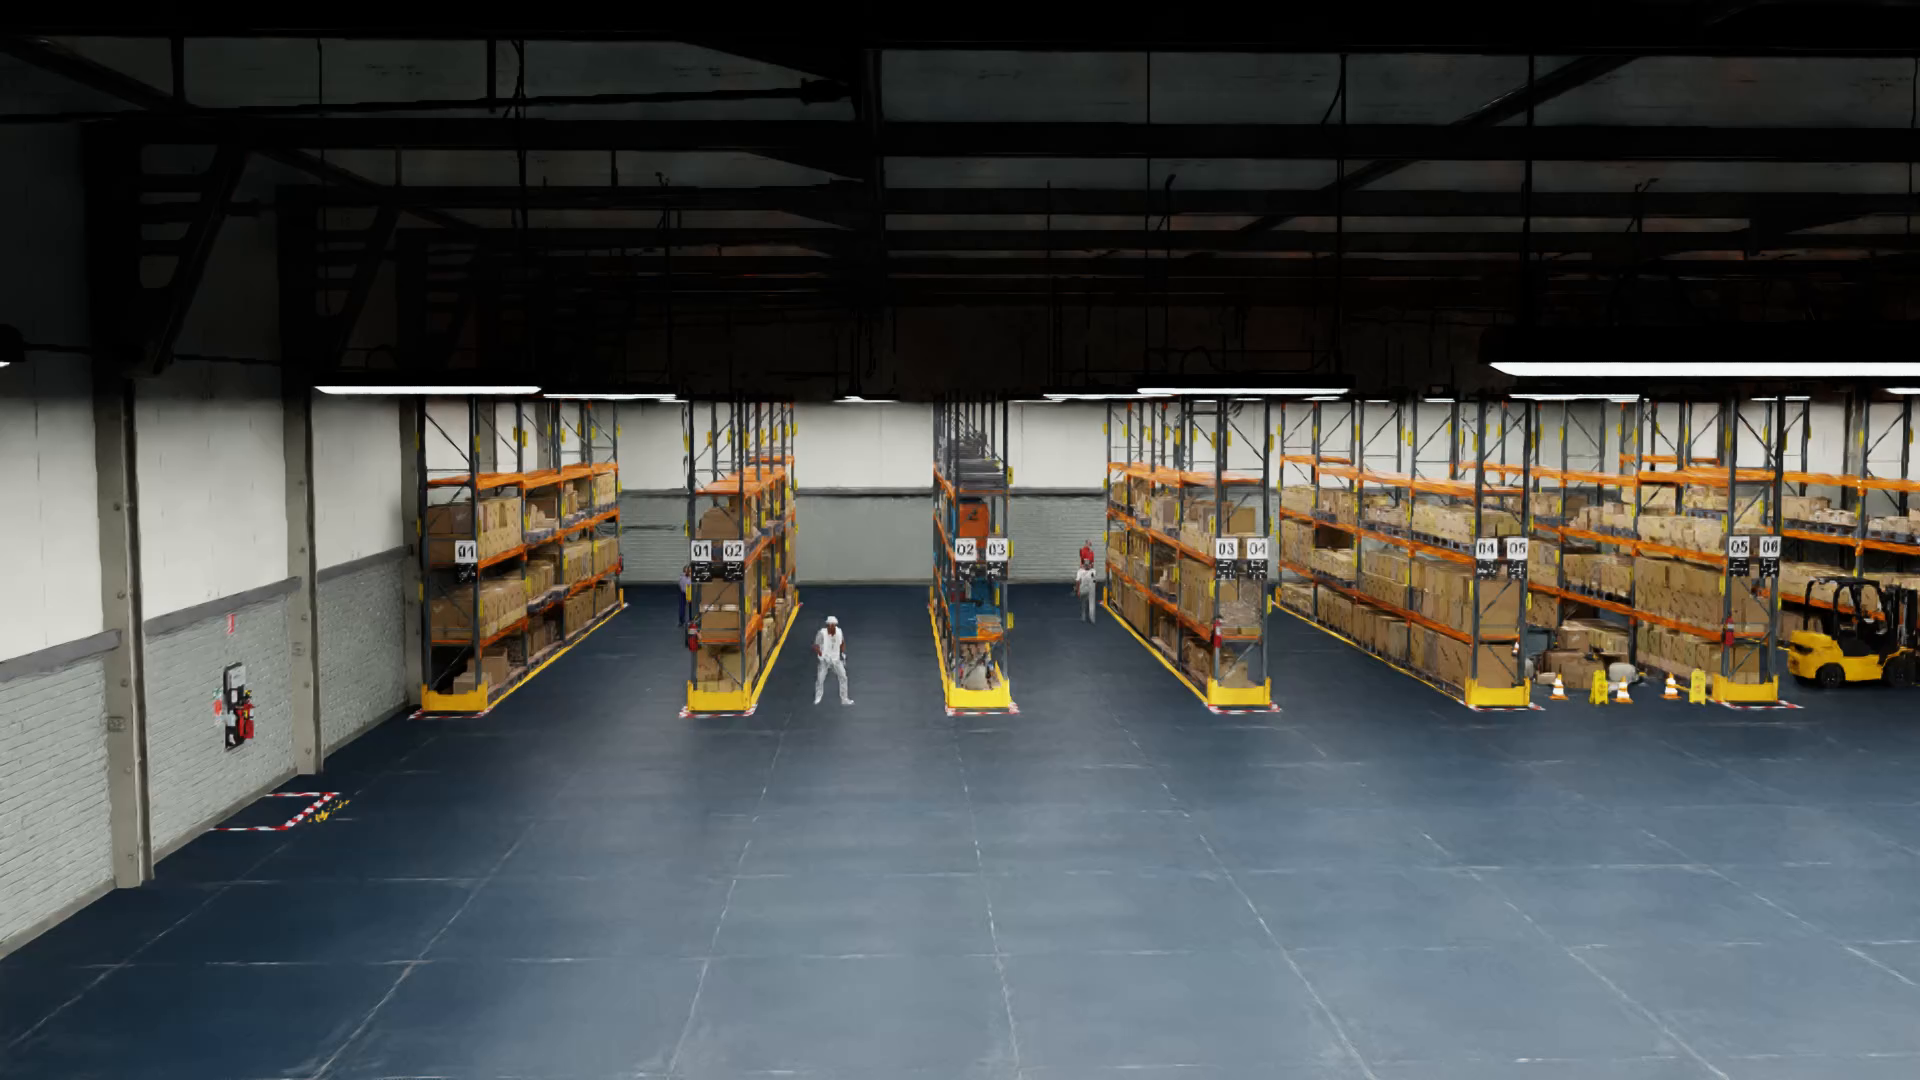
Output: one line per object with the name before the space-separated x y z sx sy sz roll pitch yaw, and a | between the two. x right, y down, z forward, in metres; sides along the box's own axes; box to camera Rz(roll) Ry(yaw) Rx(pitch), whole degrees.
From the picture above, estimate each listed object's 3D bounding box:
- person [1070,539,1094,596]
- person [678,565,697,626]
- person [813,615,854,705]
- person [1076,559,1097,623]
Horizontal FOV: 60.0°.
person | 3.652 0.829 49.534 0.737 1.717 0.545 -4 6 -43
person | -7.042 1.434 43.017 0.478 1.539 1.092 0 5 -5
person | -2.465 2.274 31.669 0.706 1.714 0.828 -2 5 -19
person | 3.314 1.316 43.523 0.544 1.672 1.111 0 5 1
